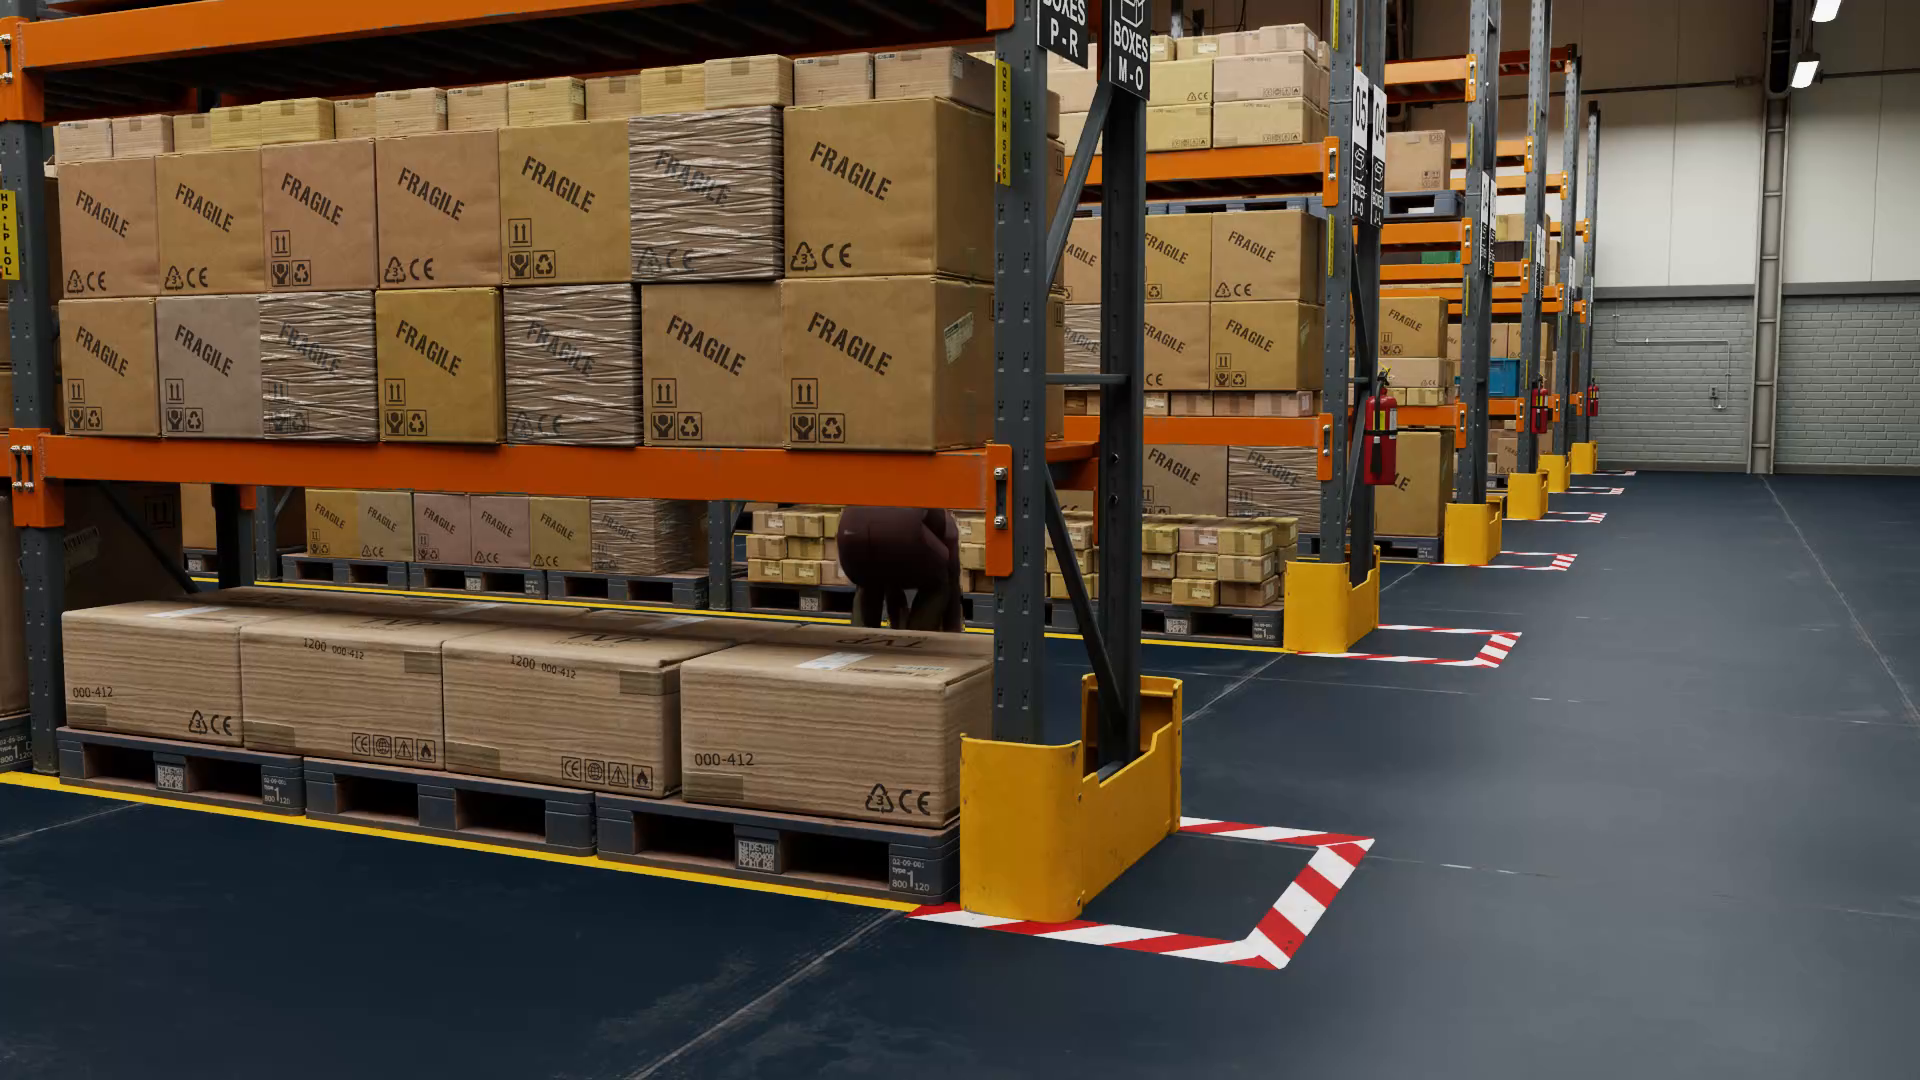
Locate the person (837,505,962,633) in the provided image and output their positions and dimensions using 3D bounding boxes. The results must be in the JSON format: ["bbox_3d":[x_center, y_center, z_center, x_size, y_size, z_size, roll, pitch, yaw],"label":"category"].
[{"bbox_3d":[-0.276,0.193,8.395,0.585,1.025,0.944,2,6,21],"label":"person"}]
